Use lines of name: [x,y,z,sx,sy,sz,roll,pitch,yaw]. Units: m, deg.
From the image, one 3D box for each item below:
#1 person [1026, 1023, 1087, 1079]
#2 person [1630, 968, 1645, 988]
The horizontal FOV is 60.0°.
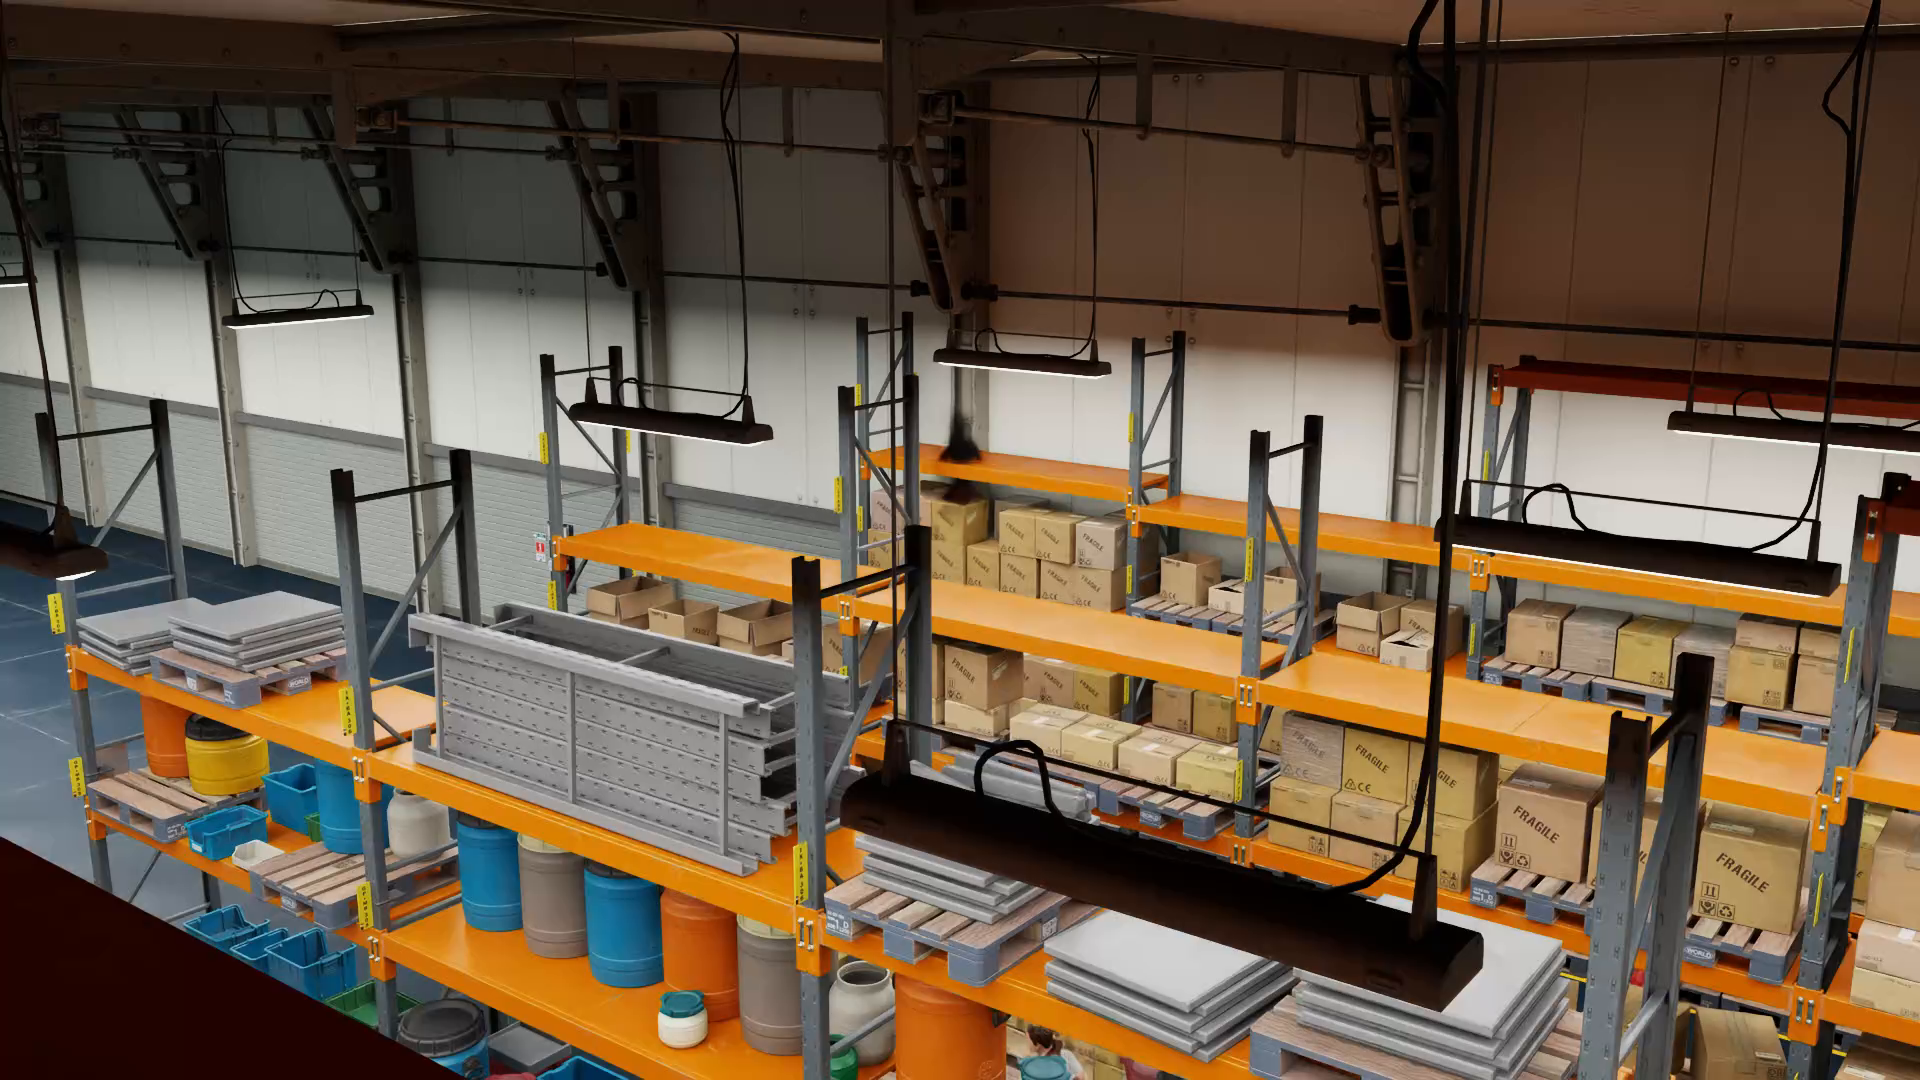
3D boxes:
person: [0.726,4.418,12.586,0.558,1.617,0.698,-13,18,-43]
person: [5.613,4.057,13.991,0.655,1.700,0.647,9,16,34]
